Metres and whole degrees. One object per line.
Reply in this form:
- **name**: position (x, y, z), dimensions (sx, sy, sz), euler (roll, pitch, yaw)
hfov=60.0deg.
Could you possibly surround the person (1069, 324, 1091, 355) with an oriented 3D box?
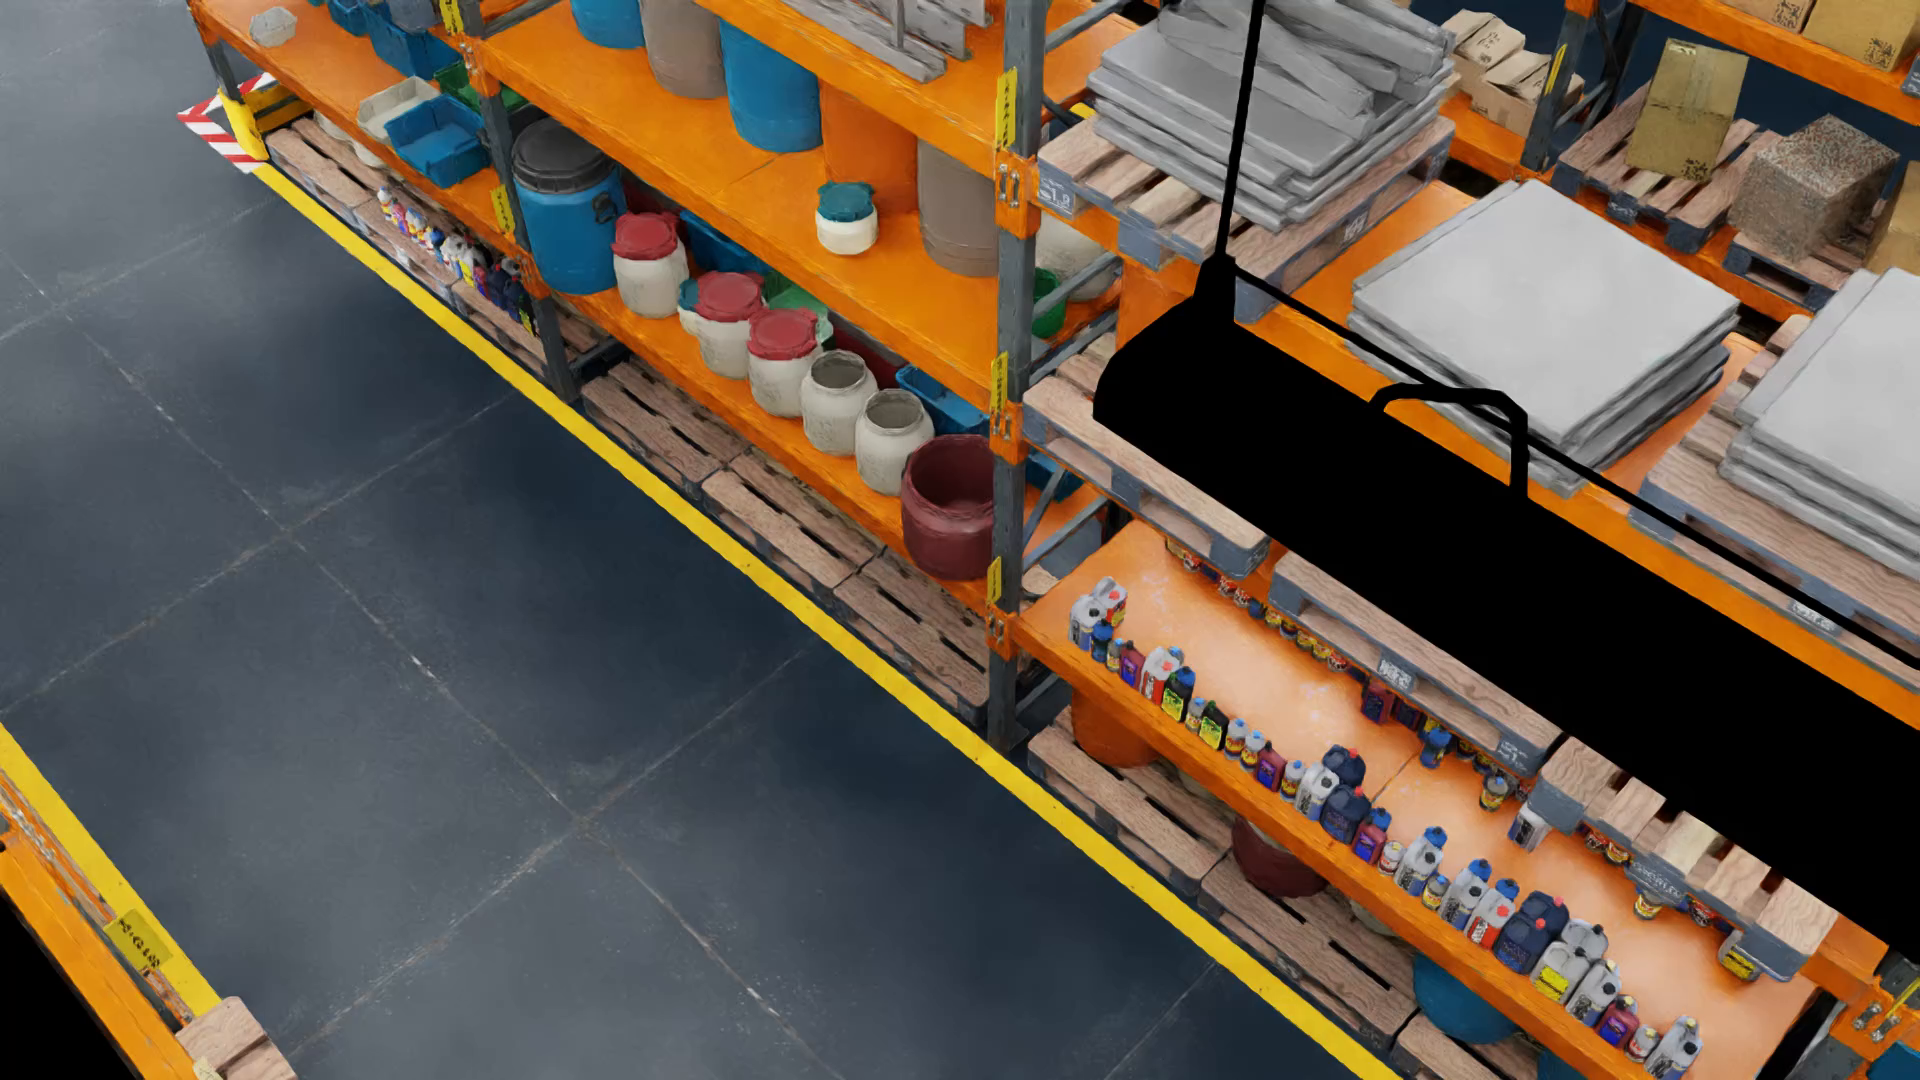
- **person**: position (0.550, -1.710, 10.730), dimensions (0.542, 1.645, 1.126), euler (-37, 59, -26)
